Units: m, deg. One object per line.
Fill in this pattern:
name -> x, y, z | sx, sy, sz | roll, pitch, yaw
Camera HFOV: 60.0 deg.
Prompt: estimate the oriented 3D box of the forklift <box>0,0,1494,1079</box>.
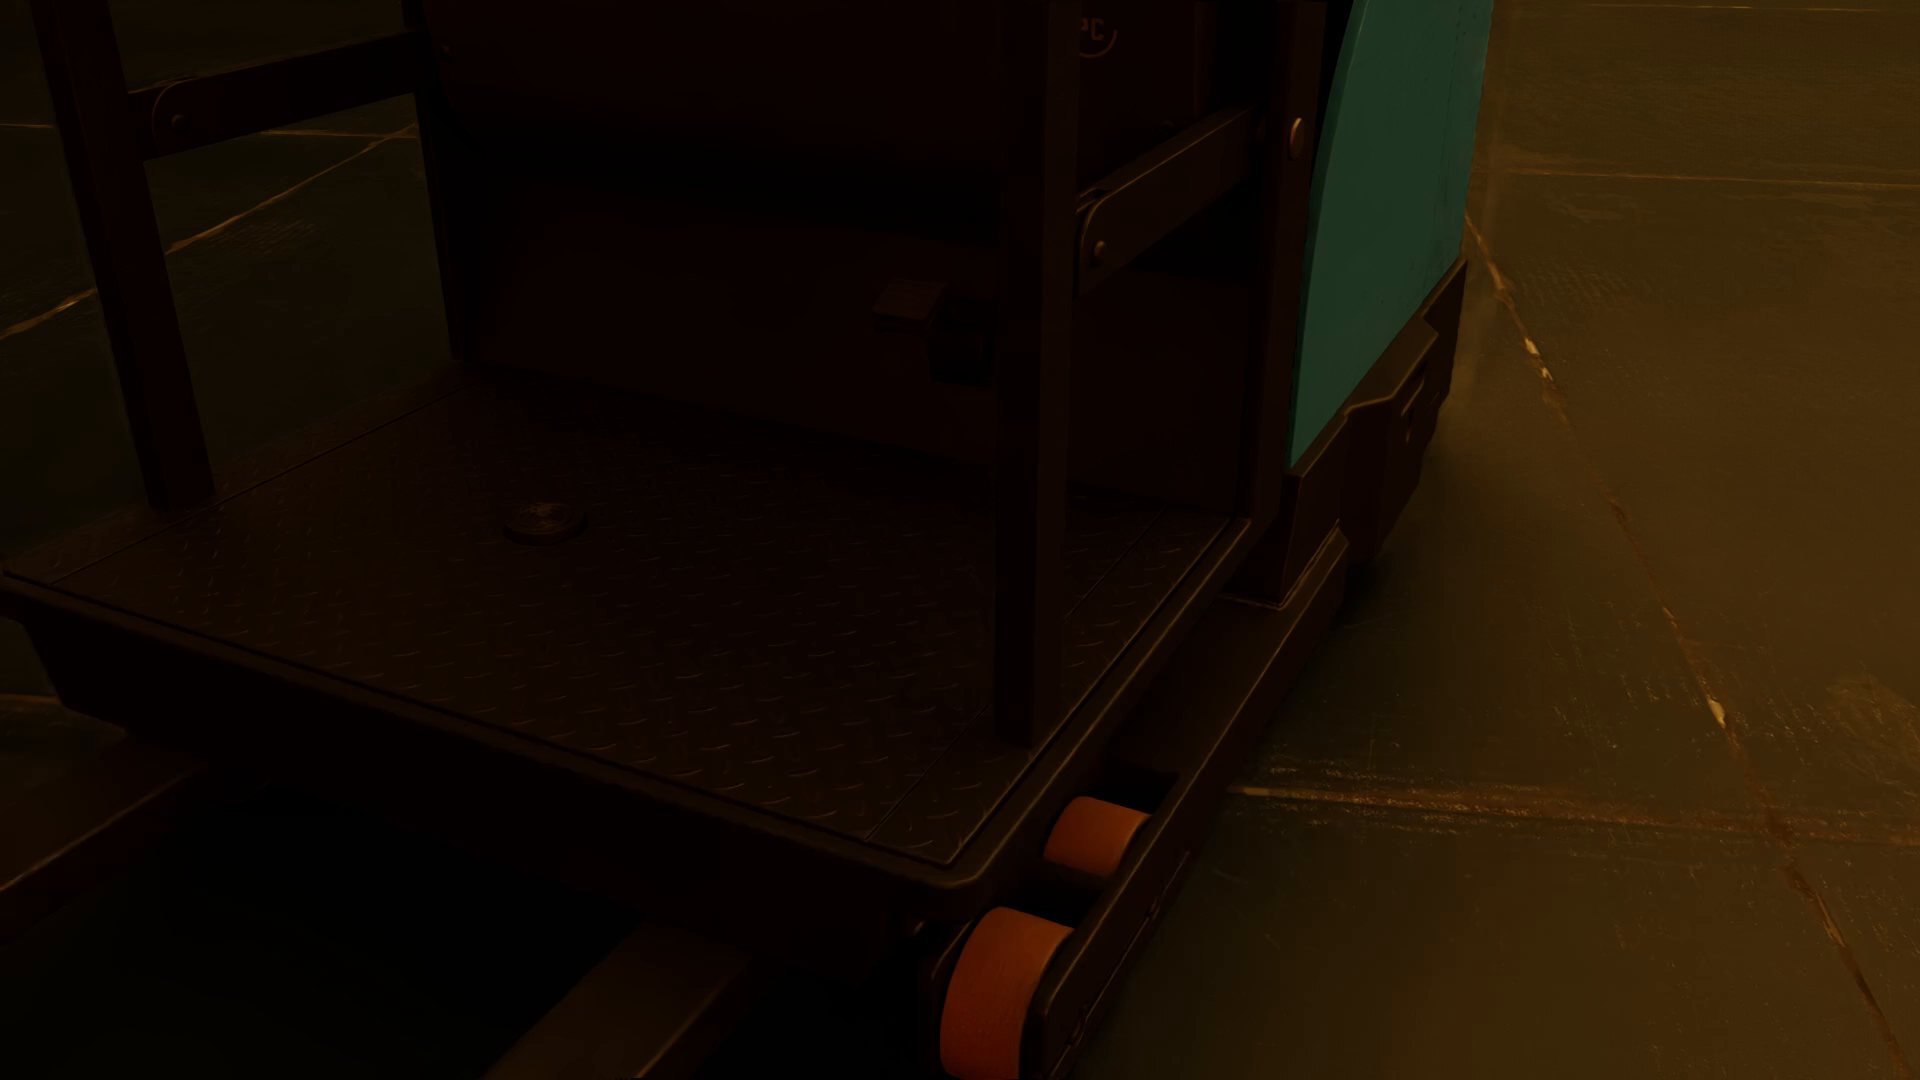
forklift -> -0.269, -1.037, 1.295 | 1.130, 2.935, 3.031 | 13, 29, 24
